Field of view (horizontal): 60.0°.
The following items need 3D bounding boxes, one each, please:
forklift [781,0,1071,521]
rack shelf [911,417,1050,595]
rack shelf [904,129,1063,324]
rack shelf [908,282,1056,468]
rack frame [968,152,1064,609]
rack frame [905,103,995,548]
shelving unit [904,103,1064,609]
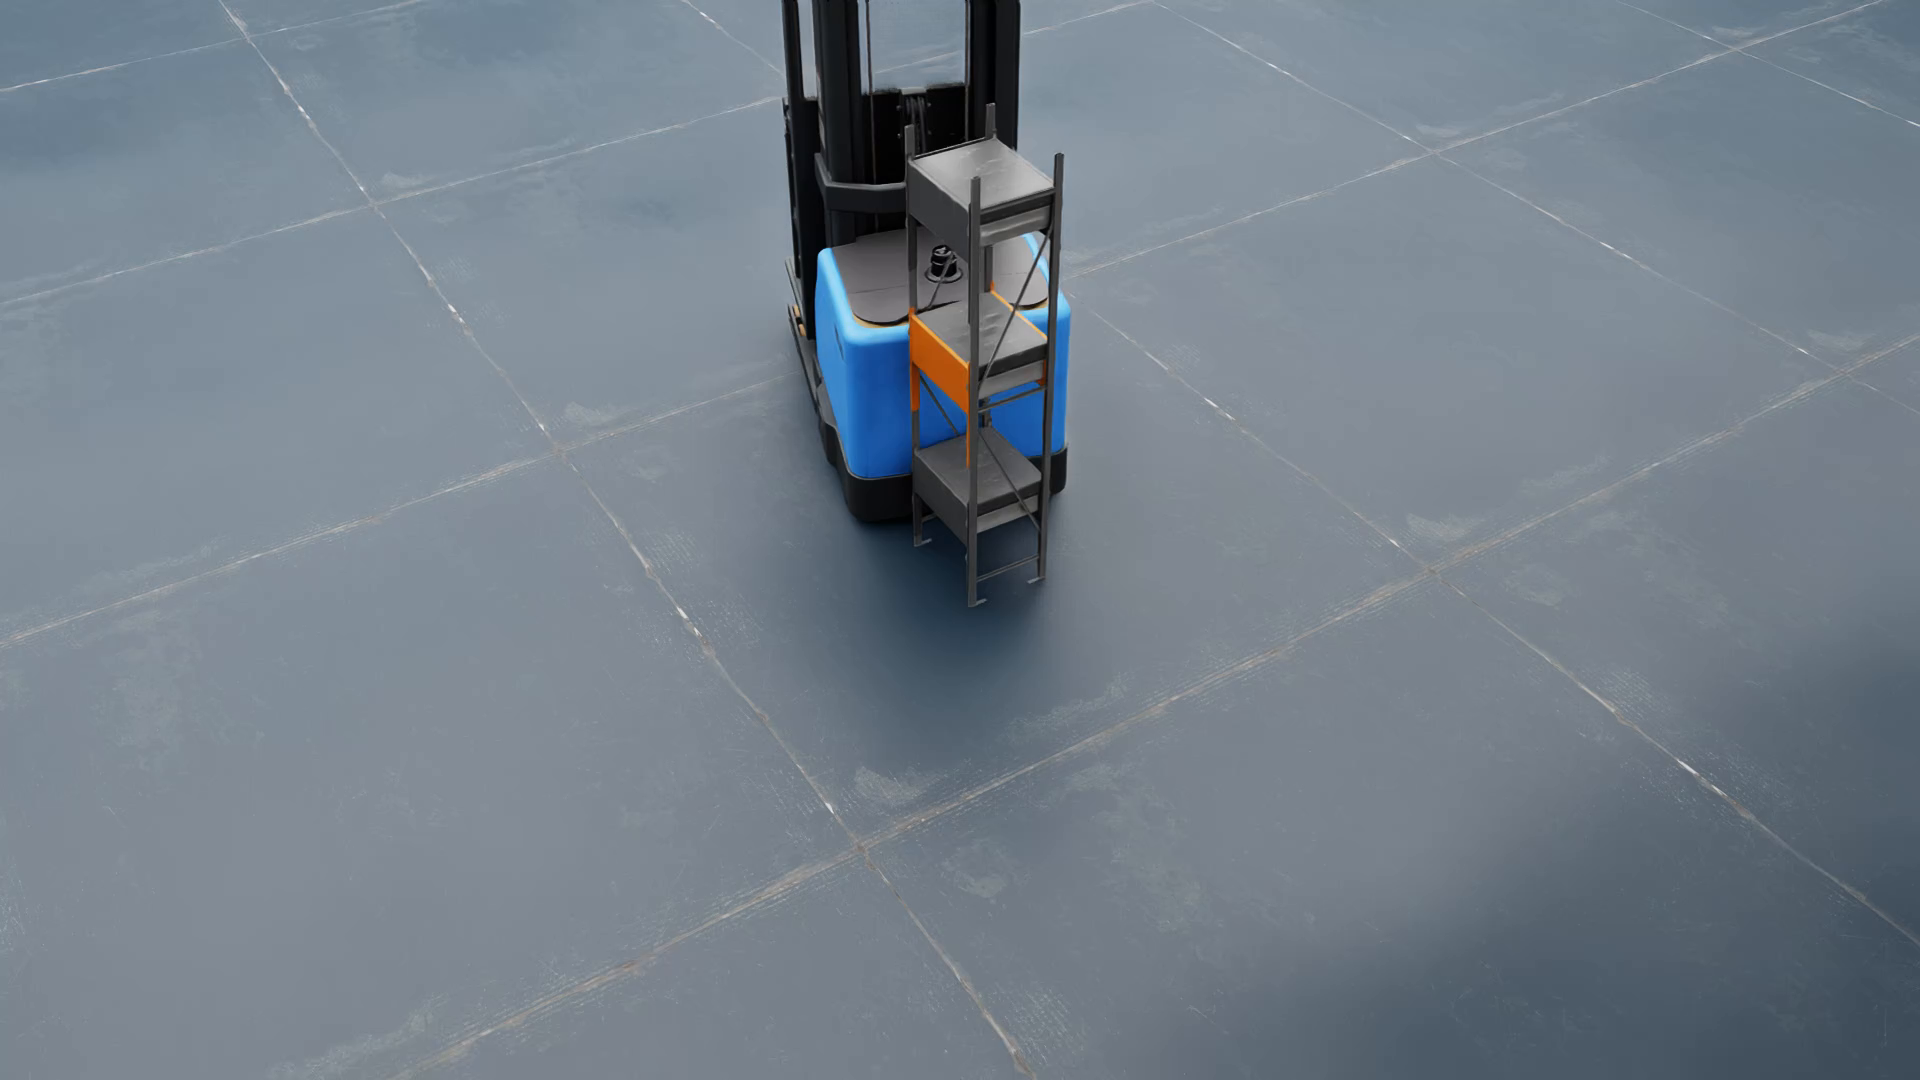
[{"bbox_3d":[-0.318,-2.166,8.060,1.130,2.935,3.031,-8,41,-10],"label":"forklift"},{"bbox_3d":[0.087,-0.156,7.411,0.431,0.518,0.480,-21,44,-23],"label":"rack shelf"},{"bbox_3d":[0.088,-1.234,6.517,0.431,0.518,0.480,-21,44,-23],"label":"rack shelf"},{"bbox_3d":[0.087,-0.695,6.964,0.431,0.518,0.480,-21,44,-23],"label":"rack shelf"},{"bbox_3d":[0.213,-0.572,6.794,0.400,2.100,0.015,-21,44,-23],"label":"rack frame"},{"bbox_3d":[-0.038,-0.840,7.117,0.400,2.100,0.015,-21,44,-23],"label":"rack frame"},{"bbox_3d":[0.087,-0.706,6.955,0.431,2.100,0.503,-21,44,-23],"label":"shelving unit"}]
